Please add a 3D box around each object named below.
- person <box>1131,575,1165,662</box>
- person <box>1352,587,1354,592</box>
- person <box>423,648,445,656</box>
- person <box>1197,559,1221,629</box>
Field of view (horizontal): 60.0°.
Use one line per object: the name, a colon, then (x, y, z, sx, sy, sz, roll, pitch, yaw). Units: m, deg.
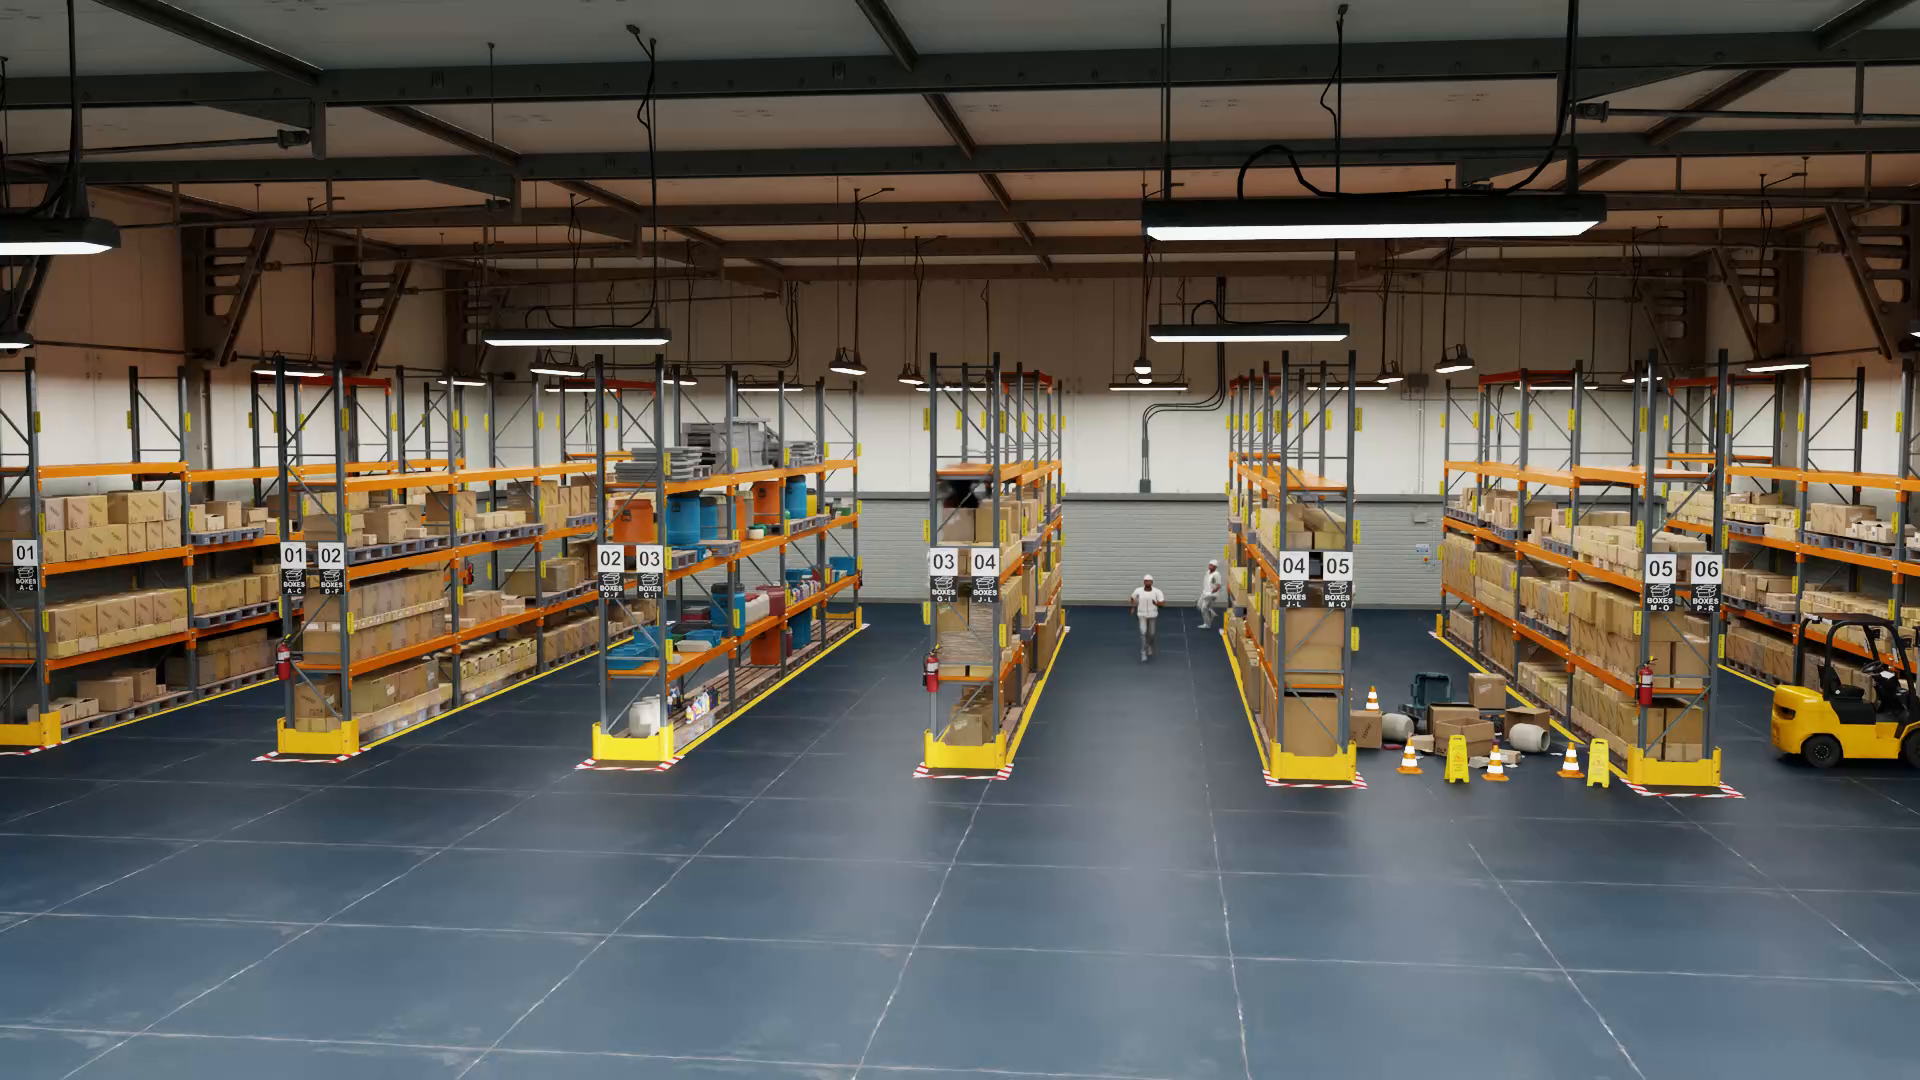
person: (3.958, 1.615, 35.044, 0.693, 1.778, 0.946, 0, 4, 3)
person: (8.517, 1.491, 37.326, 0.663, 1.859, 0.765, 0, 4, -3)
person: (-10.362, 1.888, 32.756, 0.630, 1.644, 0.895, 1, 4, 11)
person: (6.029, 1.313, 40.129, 0.543, 1.706, 0.733, -1, 4, -17)
